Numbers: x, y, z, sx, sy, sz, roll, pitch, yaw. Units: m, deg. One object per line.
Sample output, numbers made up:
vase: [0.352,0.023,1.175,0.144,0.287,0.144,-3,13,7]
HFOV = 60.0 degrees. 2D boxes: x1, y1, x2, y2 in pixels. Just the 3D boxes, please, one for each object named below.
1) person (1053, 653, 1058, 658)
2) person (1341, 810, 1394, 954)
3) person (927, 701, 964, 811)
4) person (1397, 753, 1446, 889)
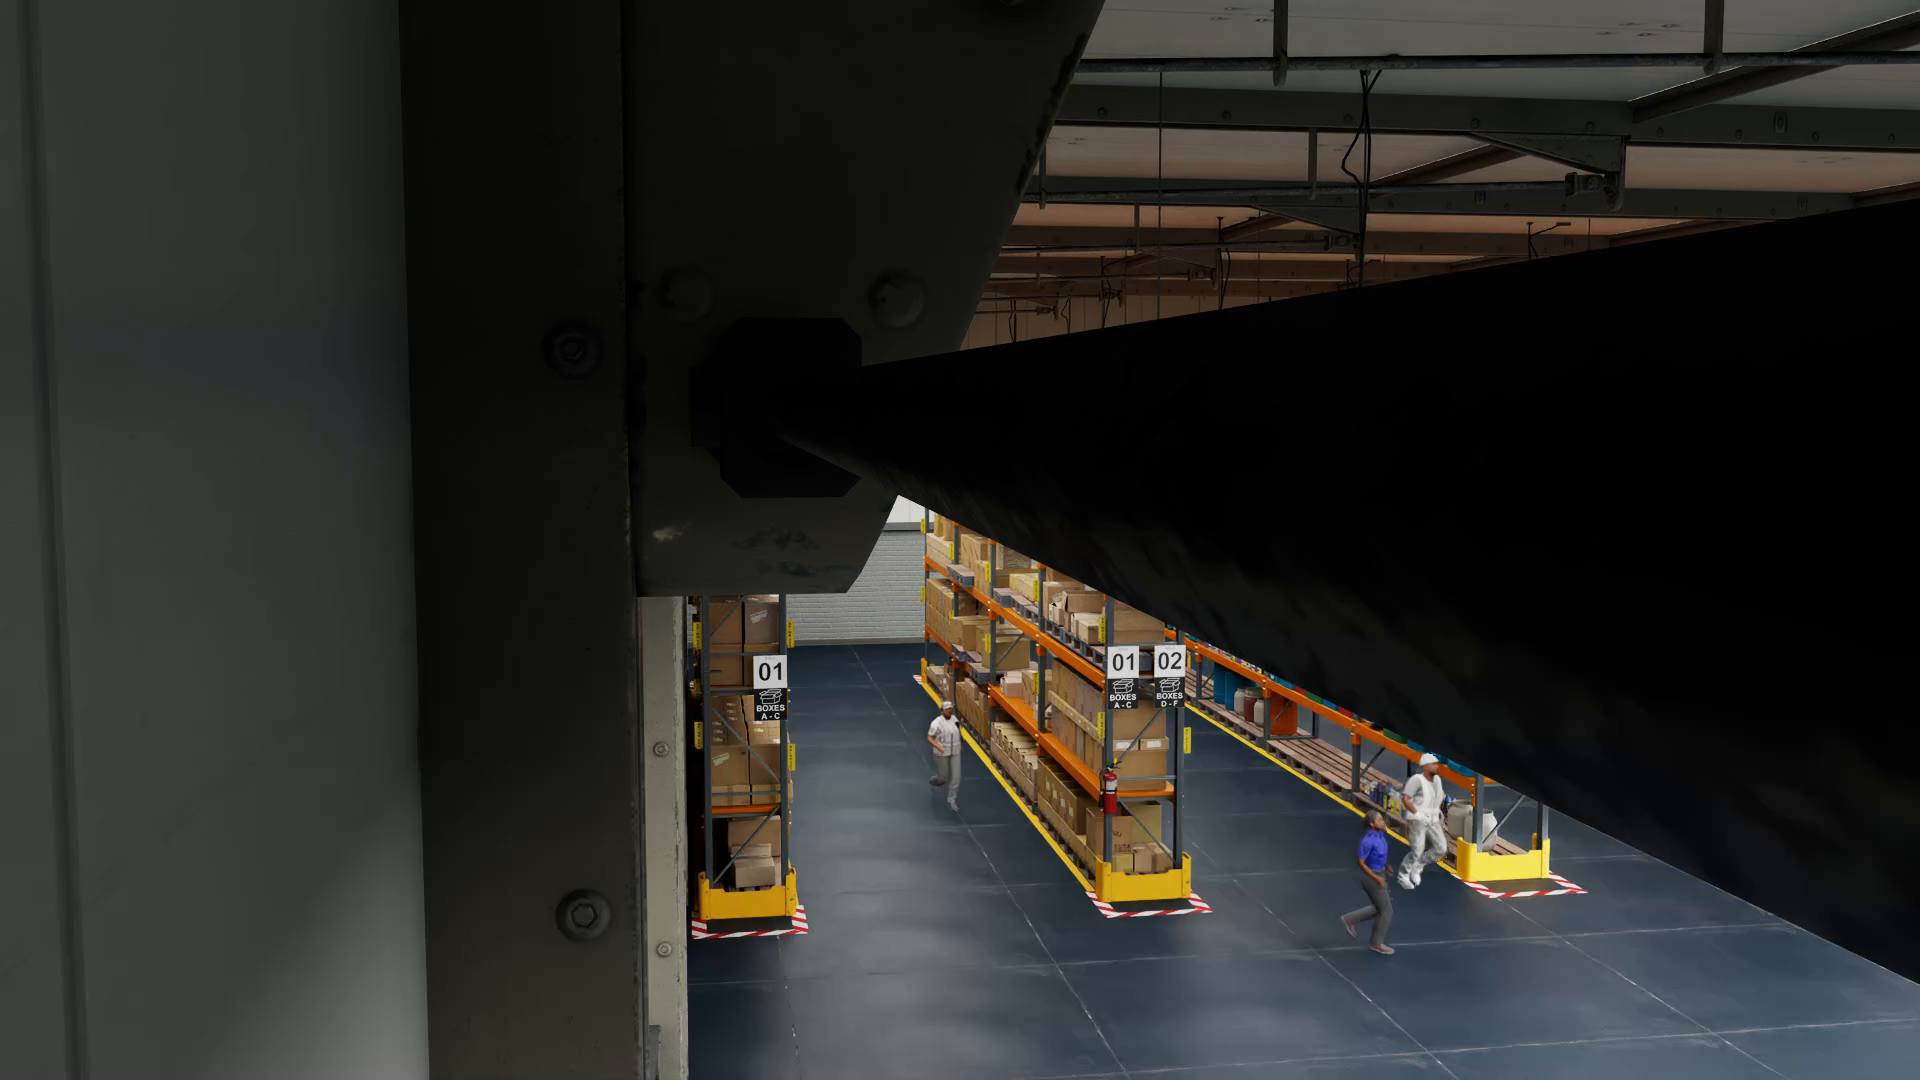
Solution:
person: [2.054,2.196,34.873,0.589,1.689,0.808,-2,5,-18]
person: [4.649,3.869,18.919,0.611,1.635,0.576,2,5,23]
person: [-0.208,3.281,25.520,0.608,1.647,0.759,-2,5,-24]
person: [5.988,3.594,21.293,0.742,1.723,0.542,-3,6,-31]
